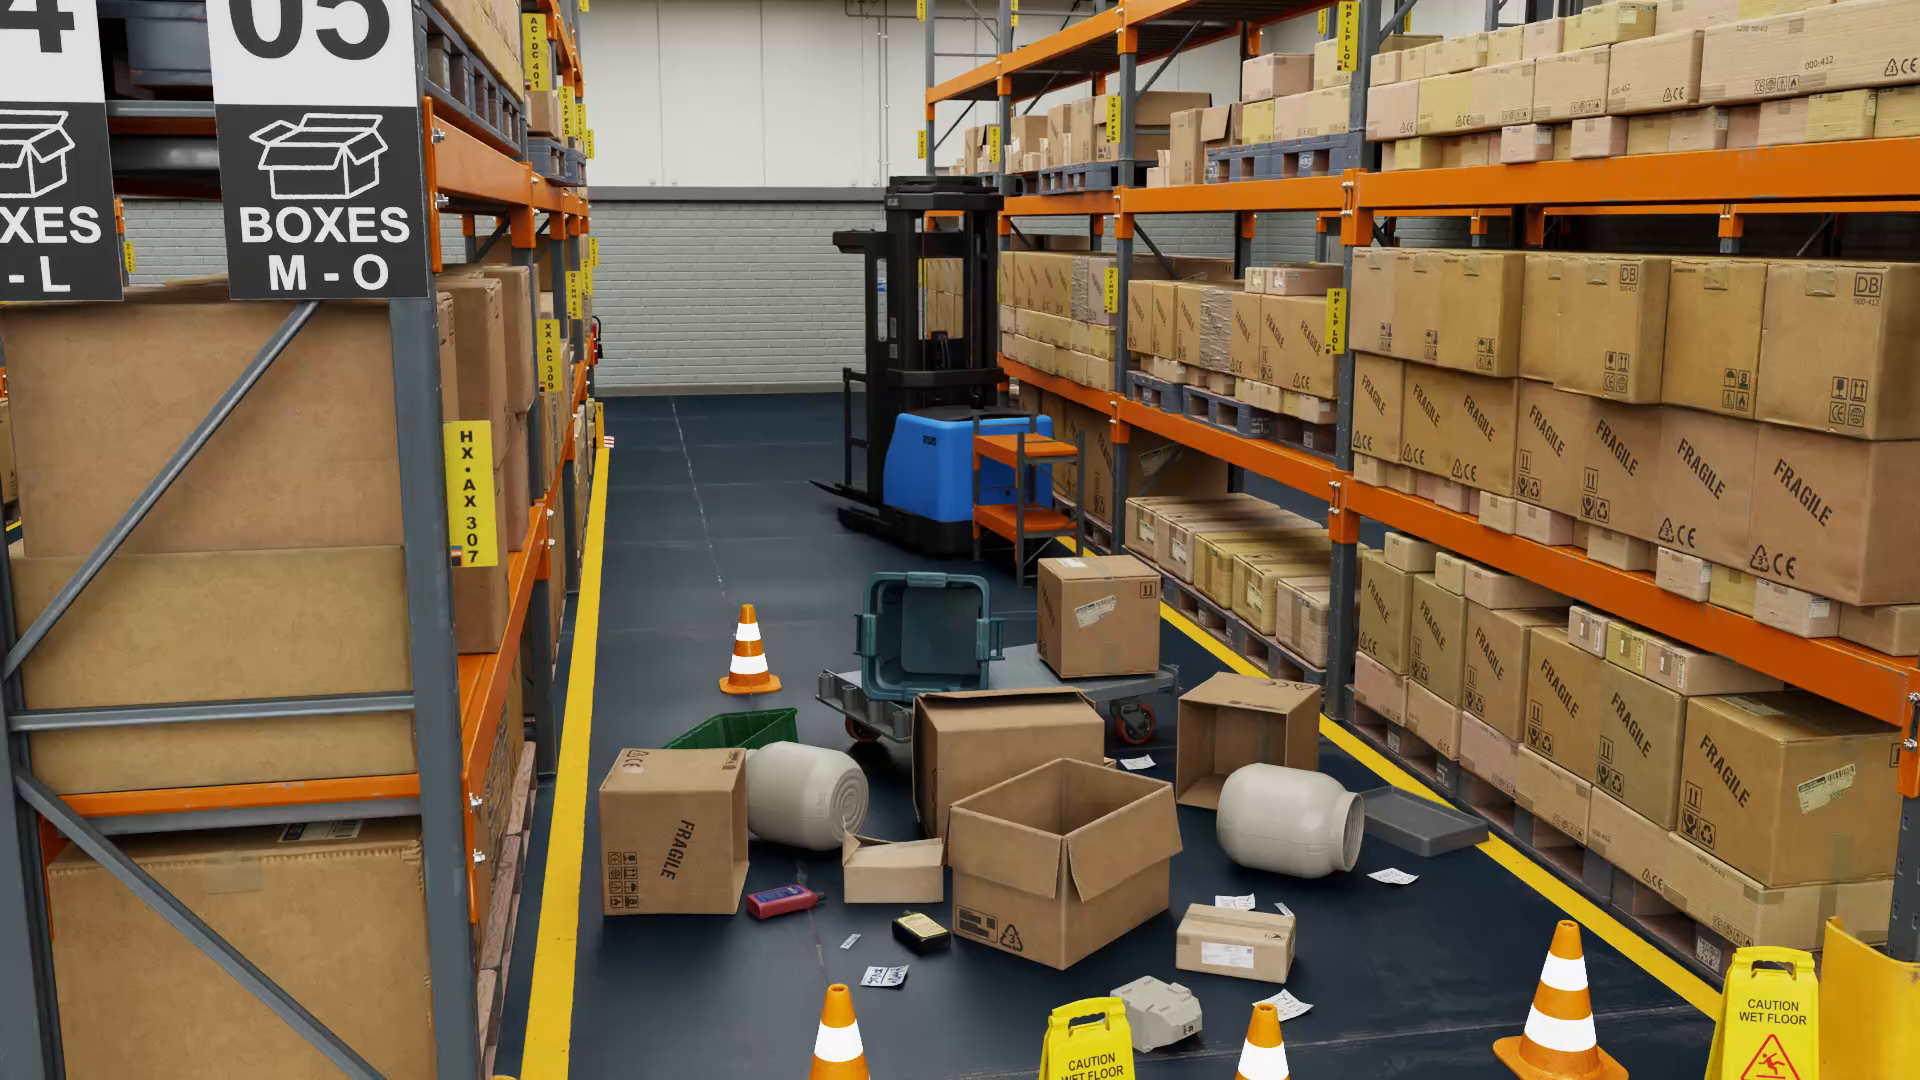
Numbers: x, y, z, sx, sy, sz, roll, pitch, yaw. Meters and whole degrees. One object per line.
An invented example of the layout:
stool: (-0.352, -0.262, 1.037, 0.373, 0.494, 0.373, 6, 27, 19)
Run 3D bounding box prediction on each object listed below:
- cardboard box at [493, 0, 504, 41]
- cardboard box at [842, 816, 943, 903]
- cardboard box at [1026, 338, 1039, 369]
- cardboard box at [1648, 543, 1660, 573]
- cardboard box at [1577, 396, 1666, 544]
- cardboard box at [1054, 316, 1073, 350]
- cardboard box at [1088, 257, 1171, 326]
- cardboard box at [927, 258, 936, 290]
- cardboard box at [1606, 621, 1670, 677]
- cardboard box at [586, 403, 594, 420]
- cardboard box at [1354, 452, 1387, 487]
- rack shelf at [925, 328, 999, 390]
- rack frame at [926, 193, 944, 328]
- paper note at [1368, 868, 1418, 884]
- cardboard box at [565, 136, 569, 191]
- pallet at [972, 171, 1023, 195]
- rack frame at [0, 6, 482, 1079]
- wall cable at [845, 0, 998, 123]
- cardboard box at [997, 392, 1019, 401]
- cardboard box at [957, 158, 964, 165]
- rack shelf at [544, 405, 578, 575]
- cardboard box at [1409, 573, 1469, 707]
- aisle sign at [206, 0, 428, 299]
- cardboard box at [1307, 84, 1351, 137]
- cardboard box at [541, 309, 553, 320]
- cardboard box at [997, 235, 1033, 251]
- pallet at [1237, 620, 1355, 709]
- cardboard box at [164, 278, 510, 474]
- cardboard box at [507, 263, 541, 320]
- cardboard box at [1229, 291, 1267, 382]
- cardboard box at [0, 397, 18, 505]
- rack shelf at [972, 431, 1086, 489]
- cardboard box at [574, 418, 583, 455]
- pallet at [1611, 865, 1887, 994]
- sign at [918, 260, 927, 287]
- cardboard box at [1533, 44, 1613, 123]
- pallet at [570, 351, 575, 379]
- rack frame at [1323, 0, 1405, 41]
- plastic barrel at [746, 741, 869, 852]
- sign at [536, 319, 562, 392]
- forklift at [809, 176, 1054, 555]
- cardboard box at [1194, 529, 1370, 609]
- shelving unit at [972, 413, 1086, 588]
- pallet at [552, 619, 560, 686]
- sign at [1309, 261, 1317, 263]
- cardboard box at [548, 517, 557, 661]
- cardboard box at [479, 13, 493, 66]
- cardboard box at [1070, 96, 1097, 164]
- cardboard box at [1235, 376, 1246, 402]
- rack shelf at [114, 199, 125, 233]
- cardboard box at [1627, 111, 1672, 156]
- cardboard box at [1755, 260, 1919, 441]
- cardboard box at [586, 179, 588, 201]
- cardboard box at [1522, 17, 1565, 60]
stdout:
cardboard box: (-1.865, -1.887, 5.783, 0.500, 0.250, 0.500, -2, 11, -12)
cardboard box: (-0.265, 1.240, 6.472, 0.396, 0.266, 0.258, 0, 11, -1)
cardboard box: (0.887, -1.664, 14.817, 0.500, 0.250, 0.500, -2, 11, -11)
cardboard box: (2.747, 0.058, 6.042, 0.380, 0.149, 0.250, -2, 11, -10)
cardboard box: (2.646, -0.285, 6.108, 0.500, 0.500, 0.500, -2, 11, -11)
cardboard box: (1.086, -1.722, 13.786, 0.500, 0.250, 0.500, -2, 11, -12)
cardboard box: (1.295, -1.909, 12.763, 0.500, 0.500, 0.500, -2, 11, -13)
cardboard box: (-0.090, -3.193, 19.507, 0.500, 0.500, 0.500, -2, 11, -12)
cardboard box: (2.614, 0.393, 6.102, 0.380, 0.149, 0.250, -2, 11, -10)
cardboard box: (-4.125, -1.374, 17.805, 0.380, 0.149, 0.250, -2, 11, -9)
cardboard box: (2.177, -0.357, 8.222, 0.380, 0.149, 0.250, -2, 11, -11)
rack shelf: (0.485, -2.031, 18.267, 1.077, 0.370, 4.000, -2, 11, -11)
rack frame: (0.096, -2.751, 20.127, 1.000, 3.000, 0.127, -2, 11, -11)
paper note: (1.724, 1.333, 6.611, 0.142, 0.019, 0.148, -6, 13, -31)
cardboard box: (-3.138, -2.814, 12.166, 0.500, 0.500, 0.500, -2, 11, -11)
pallet: (0.726, -3.598, 16.790, 1.003, 0.211, 1.213, -2, 11, -11)
rack frame: (-1.628, 0.382, 3.666, 1.000, 3.000, 0.127, -2, 11, -11)
wall cable: (-0.548, -6.758, 25.134, 2.355, 3.000, 0.029, -2, 11, -11)
cardboard box: (0.509, -1.413, 18.830, 0.875, 0.438, 0.875, -2, 11, -9)
cardboard box: (0.272, -4.327, 19.395, 0.500, 0.250, 0.500, -3, 11, -16)
rack shelf: (-2.795, -0.365, 9.515, 1.077, 0.370, 4.000, -2, 11, -11)
cardboard box: (2.396, 0.442, 7.577, 0.500, 0.500, 0.500, -2, 11, -9)
aisle sign: (-1.319, -0.893, 3.412, 0.394, 0.787, 0.004, -2, 11, -11)
cardboard box: (2.175, -2.258, 8.793, 0.500, 0.250, 0.500, -2, 11, -12)
cardboard box: (-3.084, -1.553, 11.790, 0.380, 0.149, 0.250, -2, 11, -11)
cardboard box: (0.502, -2.921, 16.345, 0.380, 0.149, 0.250, -2, 11, -12)
pallet: (2.277, 0.677, 9.574, 1.003, 0.211, 1.213, -2, 11, -11)
cardboard box: (-1.835, -0.497, 4.994, 0.875, 0.550, 0.550, -2, 11, -11)
cardboard box: (-3.106, -1.543, 10.837, 0.700, 0.500, 0.500, -2, 11, -11)
cardboard box: (1.923, -1.214, 9.864, 0.500, 0.500, 0.500, -2, 11, -9)
cardboard box: (-8.702, -0.703, 13.925, 1.225, 0.875, 0.875, -2, 11, -11)
rack shelf: (0.495, -0.602, 12.284, 0.538, 0.278, 1.000, -3, 11, -17)
cardboard box: (-3.365, -0.847, 13.680, 0.500, 0.250, 0.500, -3, 11, -14)
pallet: (3.070, 1.389, 5.833, 1.003, 0.211, 1.213, -2, 11, -11)
sign: (-0.449, -3.196, 19.938, 0.100, 0.325, 0.005, -2, 11, -11)
cardboard box: (2.542, -1.726, 6.327, 0.500, 0.250, 0.500, -2, 11, -10)
pallet: (-3.609, -1.352, 13.292, 1.003, 0.211, 1.213, -2, 11, -11)
rack frame: (4.965, -5.879, 20.518, 1.000, 3.000, 0.127, -2, 11, -11)
plastic barrel: (-0.680, 1.066, 6.961, 0.512, 0.421, 0.421, 6, 12, 28)
sign: (-1.861, -0.836, 7.539, 0.100, 0.325, 0.005, -2, 11, -11)
forklift: (-0.394, -1.560, 14.052, 1.130, 2.935, 3.031, -6, 12, -28)
cardboard box: (2.046, 0.179, 10.637, 0.950, 0.372, 0.625, -2, 11, -9)
shelving unit: (0.495, -0.314, 12.338, 0.538, 1.125, 1.048, -3, 11, -17)
pallet: (-2.870, 0.655, 9.688, 1.003, 0.211, 1.213, -2, 11, -11)
sign: (4.432, -3.338, 20.894, 0.100, 0.325, 0.005, -2, 11, -11)
cardboard box: (-2.798, 0.260, 9.203, 1.050, 0.750, 0.750, -2, 11, -11)
cardboard box: (-1.675, -1.576, 5.213, 0.380, 0.149, 0.250, -2, 11, -10)
cardboard box: (1.273, -3.187, 13.006, 0.700, 0.500, 0.500, -3, 11, -14)
cardboard box: (1.875, -0.905, 9.977, 0.380, 0.149, 0.250, -2, 11, -11)
rack shelf: (-9.235, -3.144, 16.093, 1.077, 0.370, 4.000, -2, 11, -11)
cardboard box: (2.643, -1.458, 5.982, 0.380, 0.149, 0.250, -2, 11, -13)
cardboard box: (2.895, -0.588, 5.029, 0.700, 0.500, 0.500, -2, 11, -12)
cardboard box: (-4.285, -3.785, 17.939, 0.500, 0.250, 0.500, -2, 11, -11)
cardboard box: (2.478, -1.985, 6.622, 0.380, 0.149, 0.250, -2, 11, -12)
